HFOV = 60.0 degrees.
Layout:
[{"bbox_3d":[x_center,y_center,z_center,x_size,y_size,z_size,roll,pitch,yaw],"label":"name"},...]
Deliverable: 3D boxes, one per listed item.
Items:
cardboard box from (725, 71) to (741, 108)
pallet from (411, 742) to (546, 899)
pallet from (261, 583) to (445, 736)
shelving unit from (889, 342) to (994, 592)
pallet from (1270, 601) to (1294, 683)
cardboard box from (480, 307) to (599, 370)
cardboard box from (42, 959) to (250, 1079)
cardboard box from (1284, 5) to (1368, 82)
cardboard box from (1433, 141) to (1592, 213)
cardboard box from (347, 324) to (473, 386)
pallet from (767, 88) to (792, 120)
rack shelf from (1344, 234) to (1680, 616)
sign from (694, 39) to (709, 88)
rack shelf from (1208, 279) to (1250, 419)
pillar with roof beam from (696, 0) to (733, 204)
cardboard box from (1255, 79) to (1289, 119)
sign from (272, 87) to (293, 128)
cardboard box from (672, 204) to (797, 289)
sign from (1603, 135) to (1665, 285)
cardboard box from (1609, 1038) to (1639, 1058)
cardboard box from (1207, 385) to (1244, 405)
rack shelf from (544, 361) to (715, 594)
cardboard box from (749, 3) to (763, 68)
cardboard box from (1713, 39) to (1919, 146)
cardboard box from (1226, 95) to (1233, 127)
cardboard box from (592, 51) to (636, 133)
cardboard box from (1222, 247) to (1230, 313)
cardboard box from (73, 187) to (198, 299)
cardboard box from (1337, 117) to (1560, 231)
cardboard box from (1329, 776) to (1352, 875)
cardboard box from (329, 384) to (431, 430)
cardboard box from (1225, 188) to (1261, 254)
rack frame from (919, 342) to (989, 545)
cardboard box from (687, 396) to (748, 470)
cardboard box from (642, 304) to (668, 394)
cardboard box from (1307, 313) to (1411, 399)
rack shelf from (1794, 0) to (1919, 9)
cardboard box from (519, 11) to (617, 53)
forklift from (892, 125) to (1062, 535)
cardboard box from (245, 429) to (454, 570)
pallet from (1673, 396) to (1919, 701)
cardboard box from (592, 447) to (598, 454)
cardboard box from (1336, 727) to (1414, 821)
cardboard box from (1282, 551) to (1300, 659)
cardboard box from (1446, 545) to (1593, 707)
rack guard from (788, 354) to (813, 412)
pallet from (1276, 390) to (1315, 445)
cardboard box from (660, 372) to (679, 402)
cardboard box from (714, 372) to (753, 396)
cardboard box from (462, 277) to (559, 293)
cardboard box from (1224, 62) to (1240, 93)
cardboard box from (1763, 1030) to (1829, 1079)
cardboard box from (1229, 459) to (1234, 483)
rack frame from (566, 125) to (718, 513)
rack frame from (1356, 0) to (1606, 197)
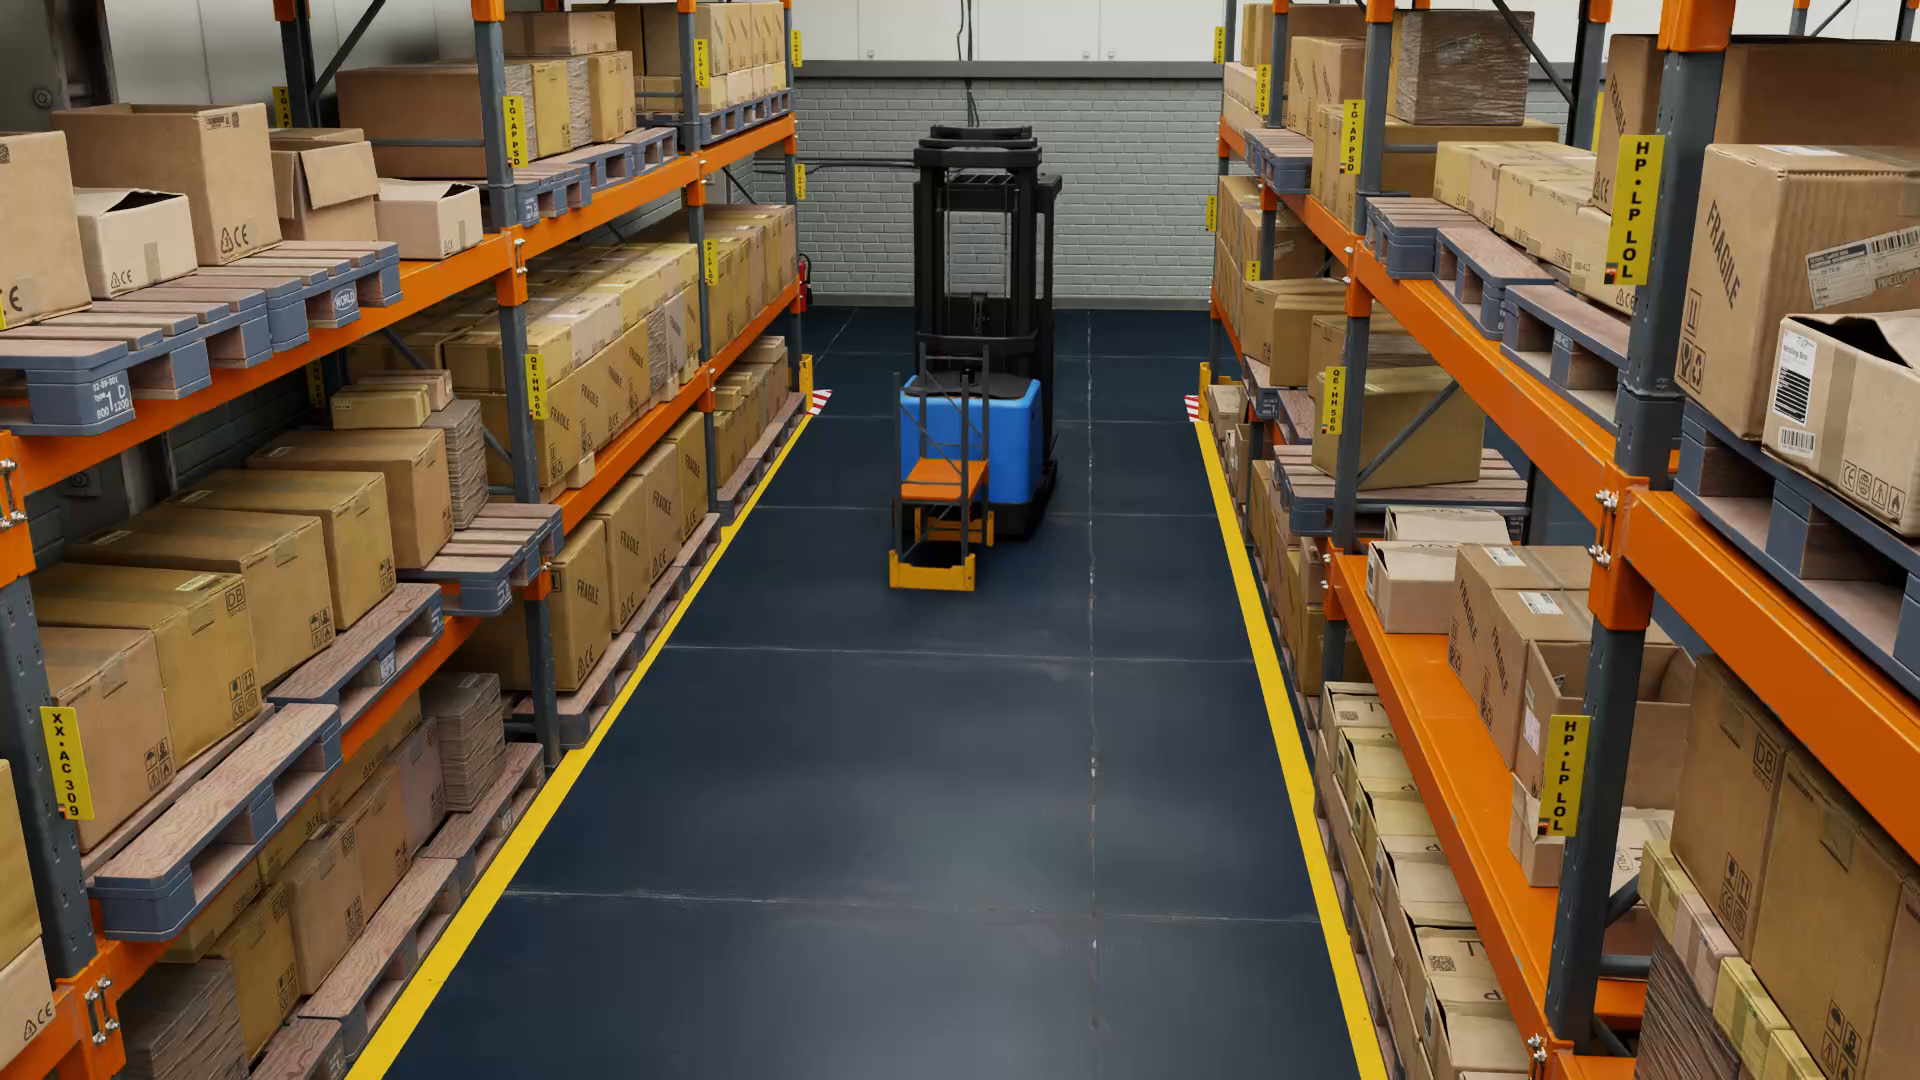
[{"bbox_3d":[-1.973,-3.458,12.747,0.500,0.250,0.500,1,18,3],"label":"cardboard box"},{"bbox_3d":[-2.681,1.320,8.055,1.003,0.211,1.213,1,18,4],"label":"pallet"},{"bbox_3d":[-2.724,0.459,6.512,1.003,0.211,1.213,1,18,4],"label":"pallet"},{"bbox_3d":[-0.116,-0.536,11.651,0.587,1.500,1.083,3,18,8],"label":"shelving unit"},{"bbox_3d":[2.499,0.578,10.320,1.003,0.211,1.213,1,18,4],"label":"pallet"},{"bbox_3d":[-2.296,-1.104,9.102,0.500,0.250,0.500,1,18,3],"label":"cardboard box"},{"bbox_3d":[-2.874,1.745,5.589,0.700,0.500,0.500,2,18,6],"label":"cardboard box"},{"bbox_3d":[2.602,-3.480,11.644,0.700,0.500,0.500,1,18,4],"label":"cardboard box"},{"bbox_3d":[2.342,-1.550,7.084,0.500,0.250,0.500,0,18,0],"label":"cardboard box"},{"bbox_3d":[-2.849,-0.949,8.627,0.500,0.250,0.500,2,18,5],"label":"cardboard box"},{"bbox_3d":[-2.092,-3.885,14.787,1.003,0.211,1.213,1,18,4],"label":"pallet"},{"bbox_3d":[2.175,-0.601,5.777,1.077,0.370,4.000,1,18,4],"label":"rack shelf"},{"bbox_3d":[-1.794,-3.301,11.528,0.100,0.325,0.005,1,18,4],"label":"sign"},{"bbox_3d":[2.748,-1.660,13.826,1.077,0.370,4.000,1,18,4],"label":"rack shelf"},{"bbox_3d":[1.575,-6.345,17.335,9.100,9.000,0.400,1,18,4],"label":"pillar with roof beam"},{"bbox_3d":[2.369,-3.129,11.777,0.500,0.250,0.500,1,18,4],"label":"cardboard box"},{"bbox_3d":[-3.176,-1.971,7.847,0.100,0.325,0.005,1,18,4],"label":"sign"},{"bbox_3d":[-2.076,-2.716,15.413,0.980,0.700,0.700,2,18,6],"label":"cardboard box"},{"bbox_3d":[1.489,-0.726,3.667,0.100,0.325,0.005,1,18,4],"label":"sign"},{"bbox_3d":[2.351,1.667,5.360,0.500,0.311,0.500,1,18,3],"label":"cardboard box"},{"bbox_3d":[2.519,-1.355,15.612,0.380,0.149,0.250,1,18,4],"label":"cardboard box"},{"bbox_3d":[-2.480,-0.527,10.369,1.077,0.370,4.000,1,18,4],"label":"rack shelf"},{"bbox_3d":[-1.906,-4.139,13.622,0.500,0.500,0.500,0,18,1],"label":"cardboard box"},{"bbox_3d":[2.115,-0.997,4.192,0.500,0.500,0.500,2,18,5],"label":"cardboard box"},{"bbox_3d":[2.552,-3.668,14.224,0.500,0.250,0.500,1,18,4],"label":"cardboard box"},{"bbox_3d":[-2.509,-2.901,10.775,0.700,0.500,0.500,0,18,1],"label":"cardboard box"},{"bbox_3d":[2.526,-2.222,14.227,0.500,0.500,0.500,1,18,4],"label":"cardboard box"},{"bbox_3d":[-2.747,-0.947,5.148,0.500,0.311,0.500,2,18,6],"label":"cardboard box"},{"bbox_3d":[2.316,-1.747,7.961,0.910,0.500,0.500,1,18,4],"label":"cardboard box"},{"bbox_3d":[1.952,1.281,7.437,0.500,0.250,0.500,1,18,2],"label":"cardboard box"},{"bbox_3d":[-2.626,-0.604,7.541,0.380,0.149,0.250,-2,18,-5],"label":"cardboard box"},{"bbox_3d":[2.526,-2.696,14.066,0.500,0.500,0.500,2,18,5],"label":"cardboard box"},{"bbox_3d":[-0.042,-0.690,12.120,0.500,1.500,0.032,3,18,8],"label":"rack frame"},{"bbox_3d":[-2.141,-0.888,13.654,0.700,0.500,0.500,1,18,3],"label":"cardboard box"},{"bbox_3d":[-2.189,-1.225,10.673,0.500,0.500,0.500,1,18,4],"label":"cardboard box"},{"bbox_3d":[2.540,-1.077,10.059,0.700,0.500,0.500,-3,18,-10],"label":"cardboard box"},{"bbox_3d":[7.689,-4.209,12.614,1.077,0.370,4.000,1,18,4],"label":"rack shelf"},{"bbox_3d":[-2.530,-3.258,10.660,0.500,0.250,0.500,3,18,8],"label":"cardboard box"},{"bbox_3d":[0.220,-1.848,13.356,1.130,2.935,3.031,3,18,8],"label":"forklift"},{"bbox_3d":[-2.660,-0.184,7.299,0.700,0.500,0.500,0,18,-1],"label":"cardboard box"},{"bbox_3d":[1.996,-0.014,2.973,1.003,0.211,1.213,1,18,4],"label":"pallet"},{"bbox_3d":[-2.333,-0.555,9.671,0.380,0.149,0.250,2,18,5],"label":"cardboard box"},{"bbox_3d":[1.958,1.022,7.328,0.500,0.311,0.500,1,18,3],"label":"cardboard box"},{"bbox_3d":[2.188,0.384,9.741,0.500,0.500,0.500,1,18,2],"label":"cardboard box"},{"bbox_3d":[2.214,0.336,6.420,0.500,0.500,0.500,0,18,1],"label":"cardboard box"},{"bbox_3d":[-2.048,-1.552,16.356,1.175,0.500,0.348,1,18,4],"label":"rack guard"},{"bbox_3d":[2.453,-0.651,9.901,1.003,0.211,1.213,1,18,4],"label":"pallet"},{"bbox_3d":[-2.097,-1.027,11.111,0.380,0.149,0.250,1,18,4],"label":"cardboard box"},{"bbox_3d":[-1.937,-1.304,13.884,0.380,0.149,0.250,1,18,2],"label":"cardboard box"},{"bbox_3d":[-2.733,-1.427,10.086,0.500,0.250,0.500,1,18,3],"label":"cardboard box"},{"bbox_3d":[2.595,-4.061,14.619,0.500,0.250,0.500,1,18,4],"label":"cardboard box"},{"bbox_3d":[1.767,1.067,3.147,0.380,0.149,0.250,1,18,3],"label":"cardboard box"},{"bbox_3d":[2.330,-0.536,13.113,0.380,0.149,0.250,1,18,4],"label":"cardboard box"},{"bbox_3d":[-2.336,-1.490,12.153,1.000,3.000,0.127,1,18,4],"label":"rack frame"},{"bbox_3d":[2.318,-2.989,7.093,1.000,3.000,0.127,1,18,4],"label":"rack frame"}]
